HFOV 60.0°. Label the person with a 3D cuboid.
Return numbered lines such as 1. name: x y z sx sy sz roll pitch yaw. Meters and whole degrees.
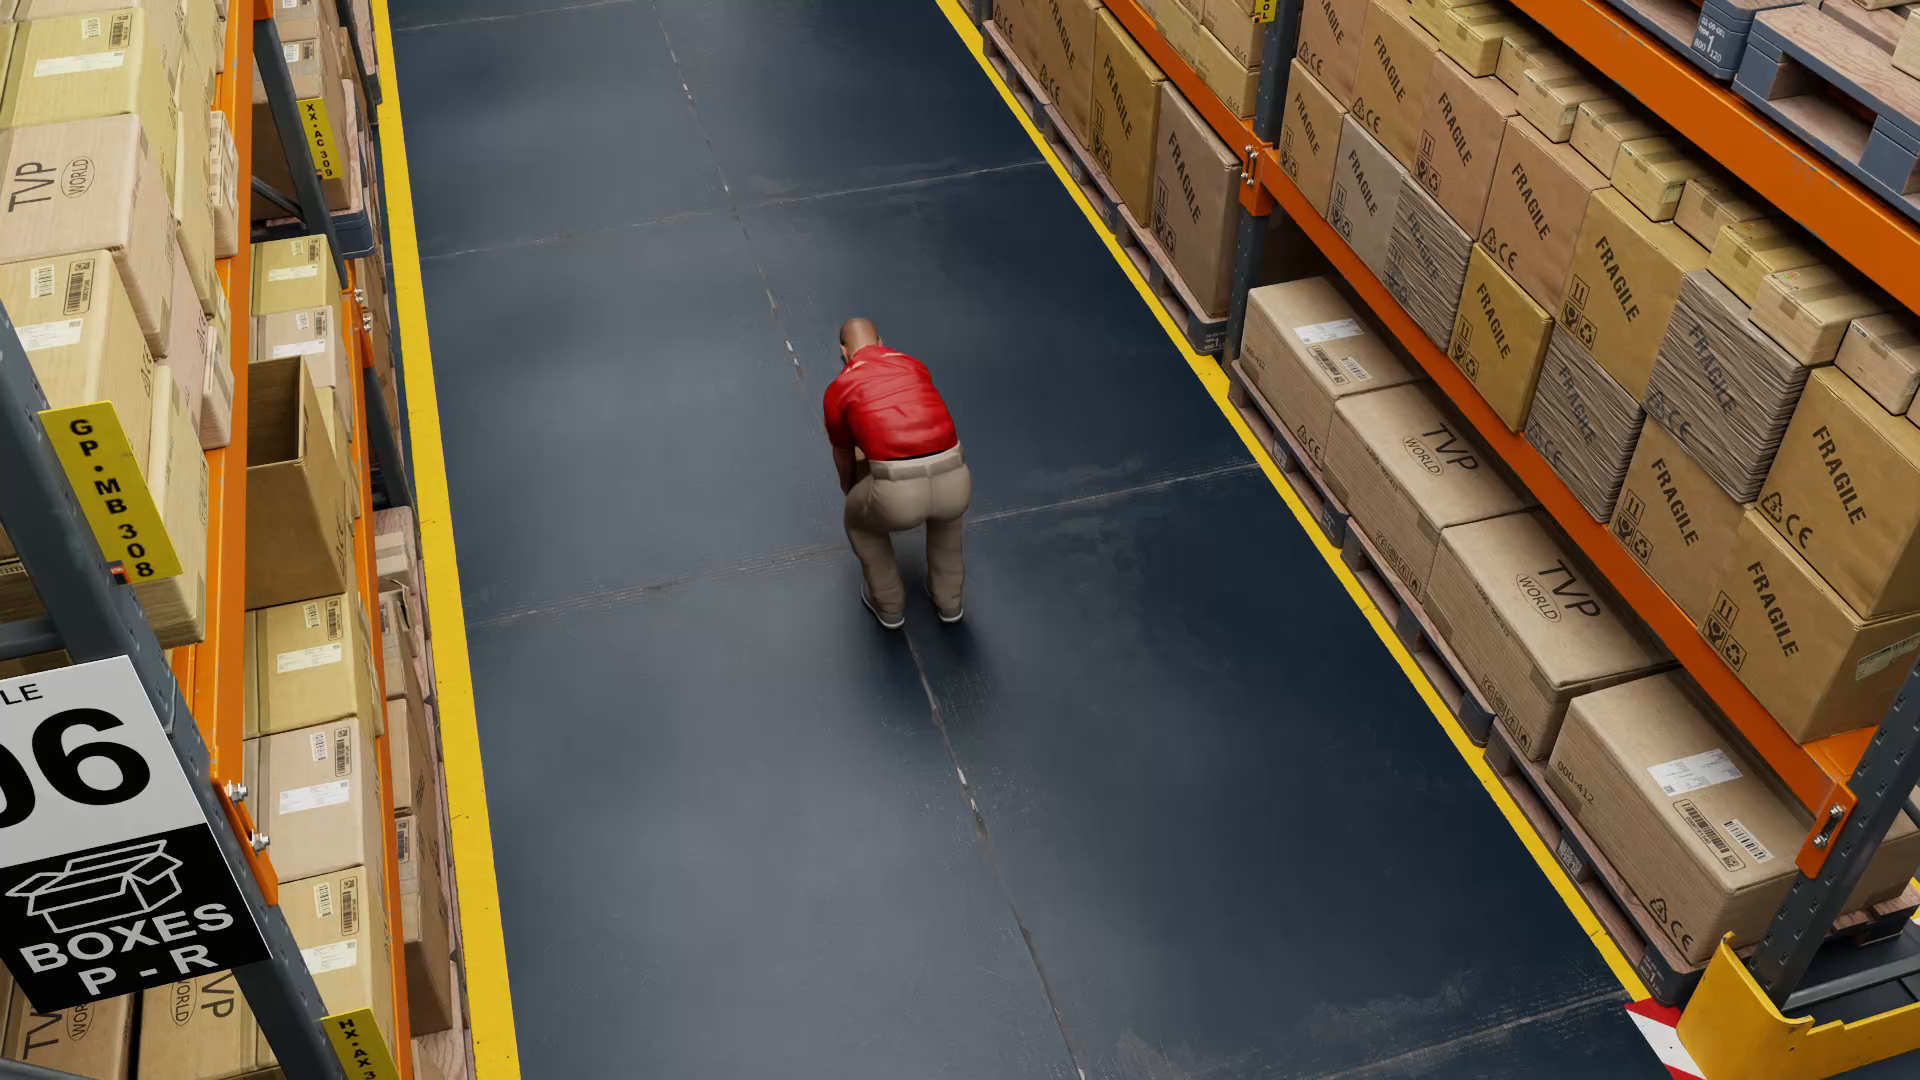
1. person: -0.300 -0.397 6.834 0.473 0.820 0.805 -14 44 -15
